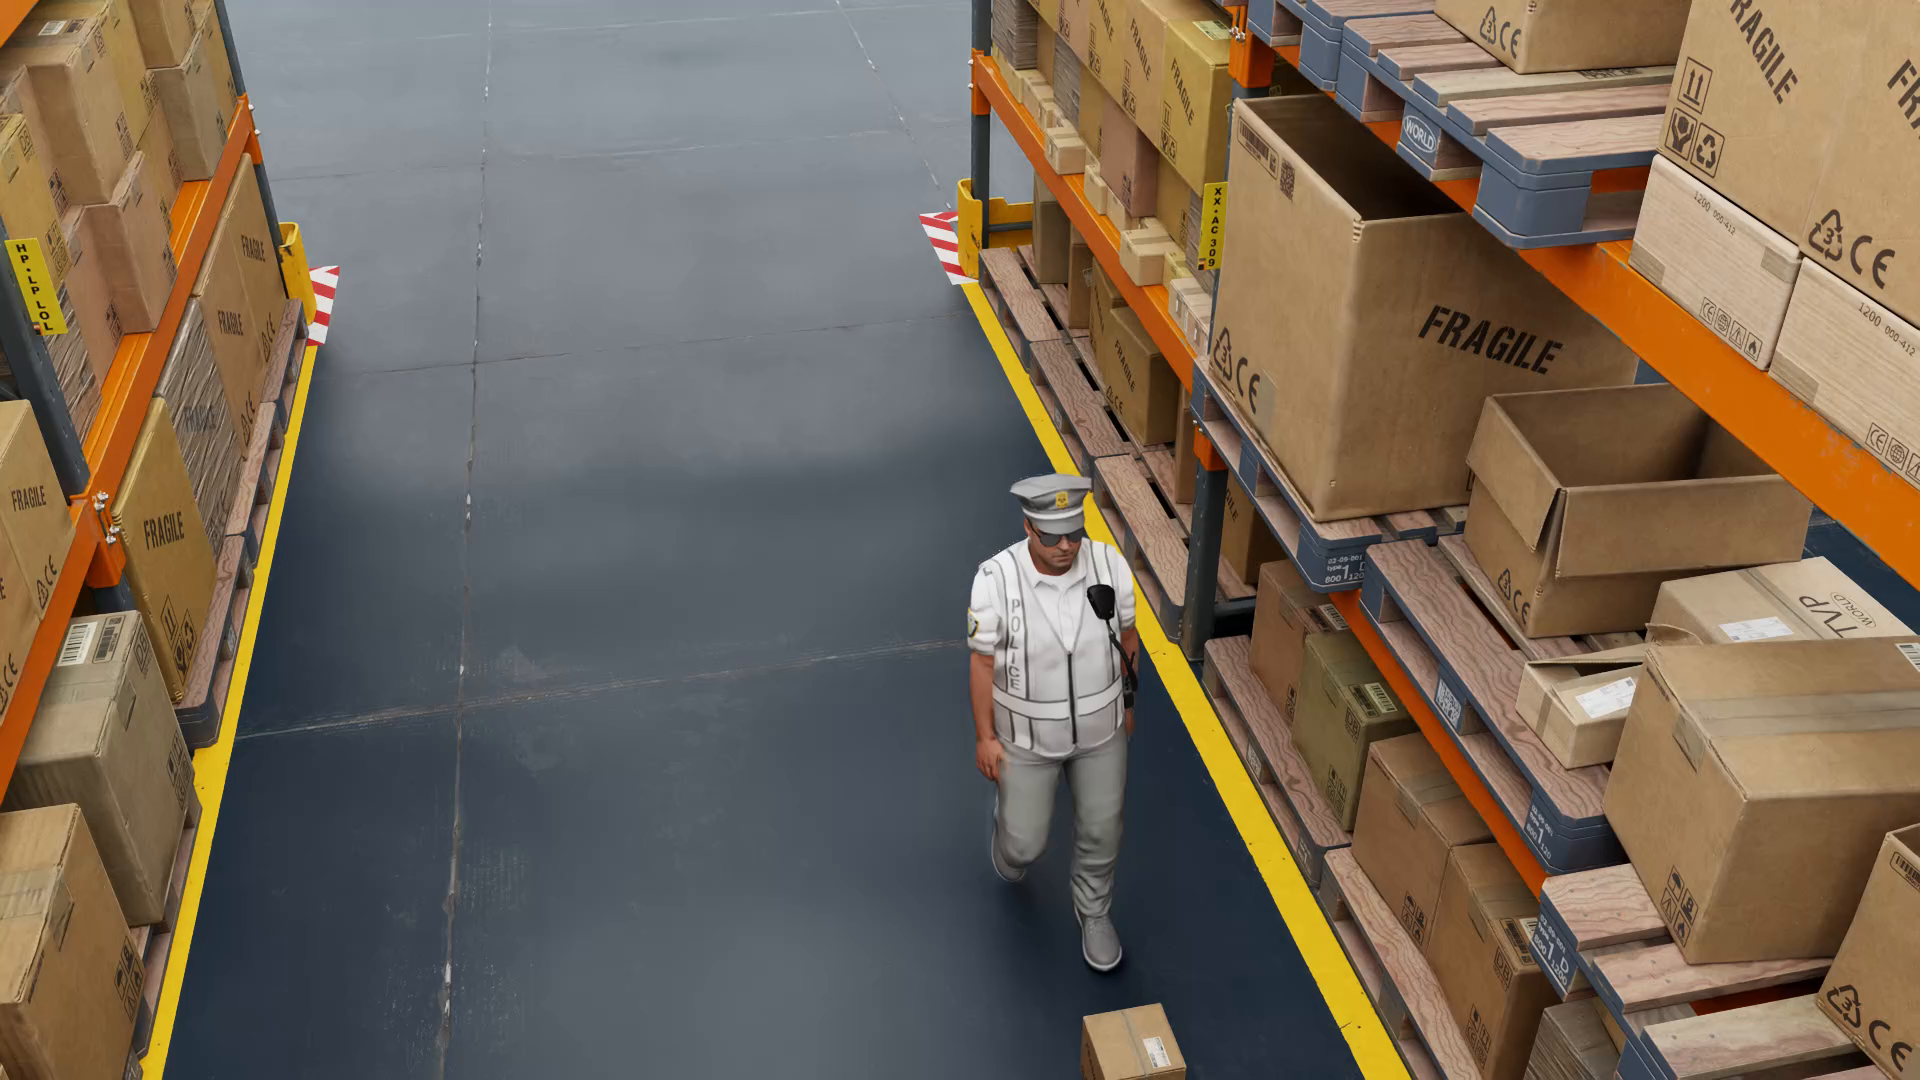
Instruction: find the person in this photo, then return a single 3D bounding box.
[{"bbox_3d":[0.308,0.562,5.271,0.558,1.751,0.633,-7,35,-10],"label":"person"}]
